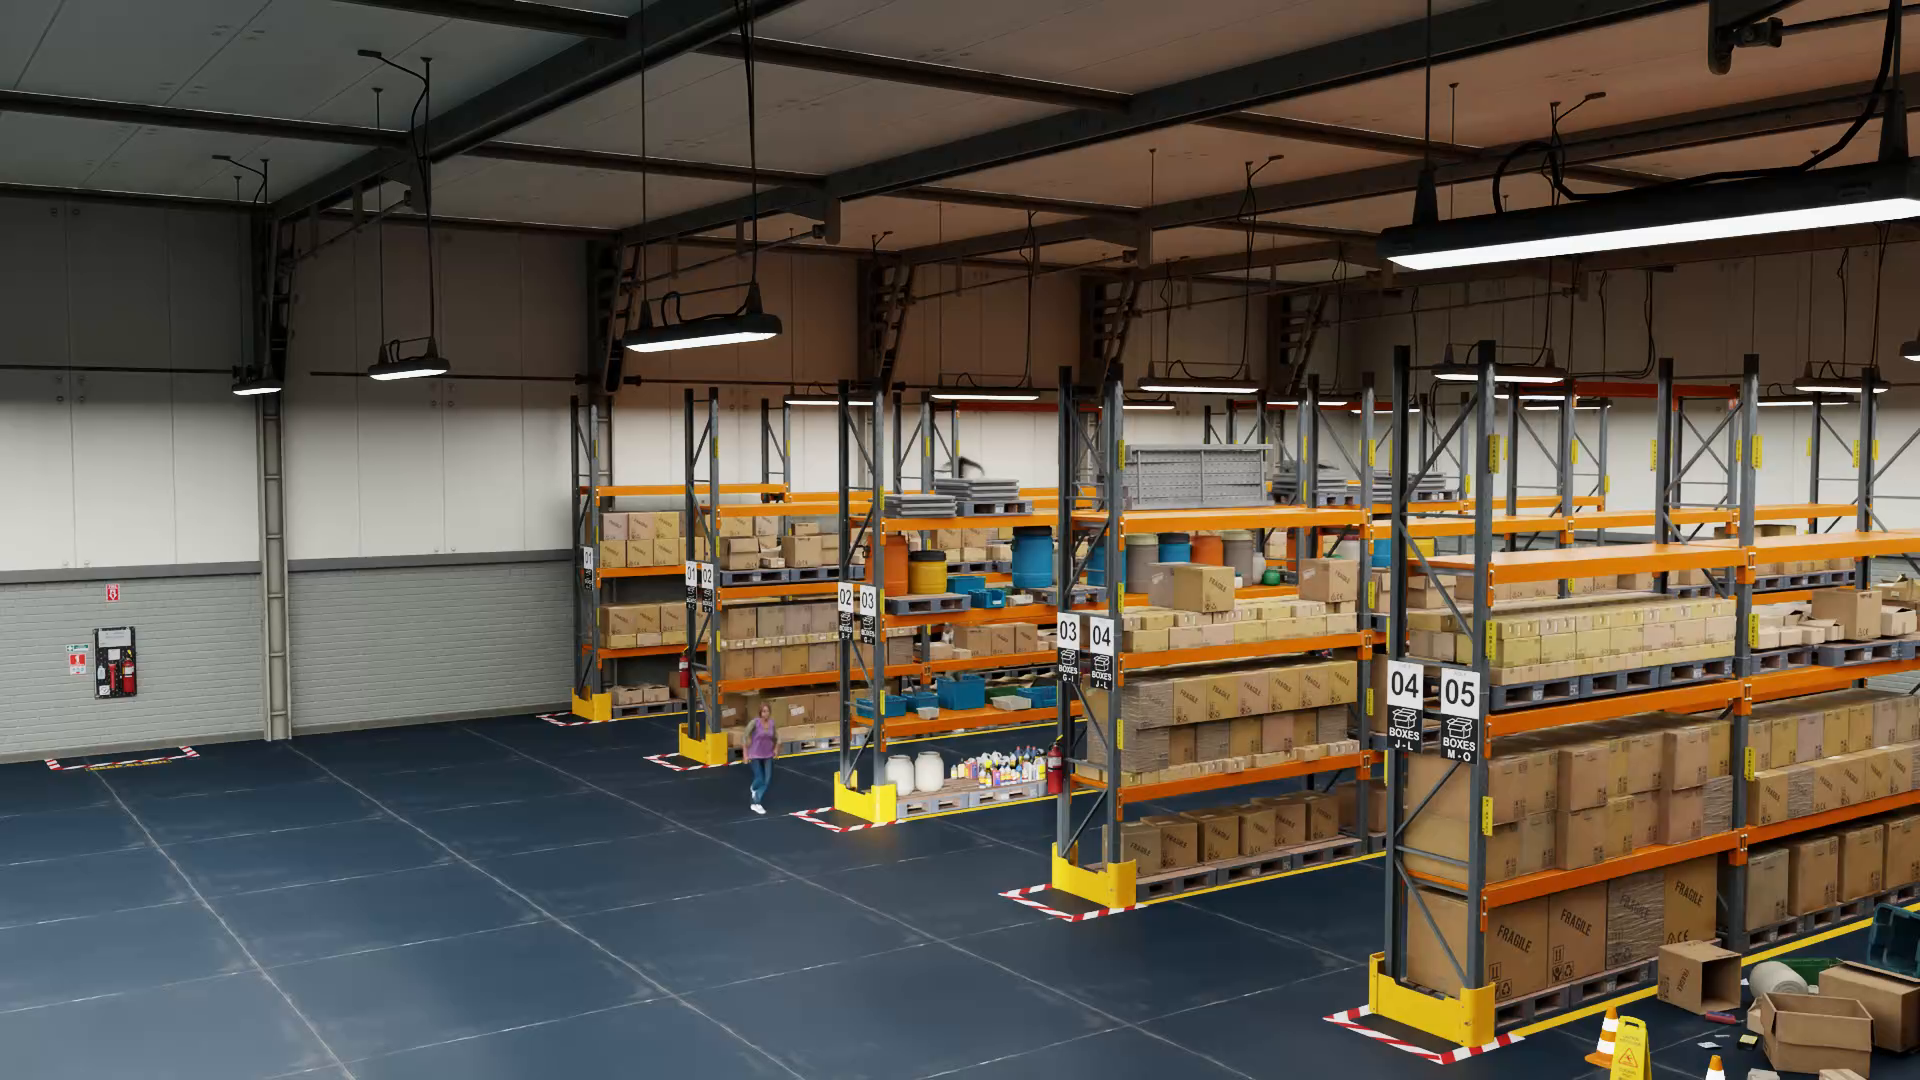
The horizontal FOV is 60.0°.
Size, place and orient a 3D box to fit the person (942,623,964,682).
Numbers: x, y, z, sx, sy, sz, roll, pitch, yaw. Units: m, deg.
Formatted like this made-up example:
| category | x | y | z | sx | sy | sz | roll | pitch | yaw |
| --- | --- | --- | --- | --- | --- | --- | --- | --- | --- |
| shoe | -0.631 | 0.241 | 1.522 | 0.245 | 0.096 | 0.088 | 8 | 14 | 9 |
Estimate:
| category | x | y | z | sx | sy | sz | roll | pitch | yaw |
| --- | --- | --- | --- | --- | --- | --- | --- | --- | --- |
| person | -0.100 | 2.373 | 33.260 | 0.805 | 1.667 | 0.750 | -1 | 4 | -23 |

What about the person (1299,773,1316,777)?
| category | x | y | z | sx | sy | sz | roll | pitch | yaw |
| --- | --- | --- | --- | --- | --- | --- | --- | --- | --- |
| person | 5.514 | 2.897 | 25.631 | 1.012 | 1.477 | 0.563 | -2 | 4 | -26 |

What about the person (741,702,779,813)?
| category | x | y | z | sx | sy | sz | roll | pitch | yaw |
| --- | --- | --- | --- | --- | --- | --- | --- | --- | --- |
| person | -2.779 | 3.011 | 23.093 | 0.554 | 1.550 | 0.531 | -2 | 4 | -28 |
